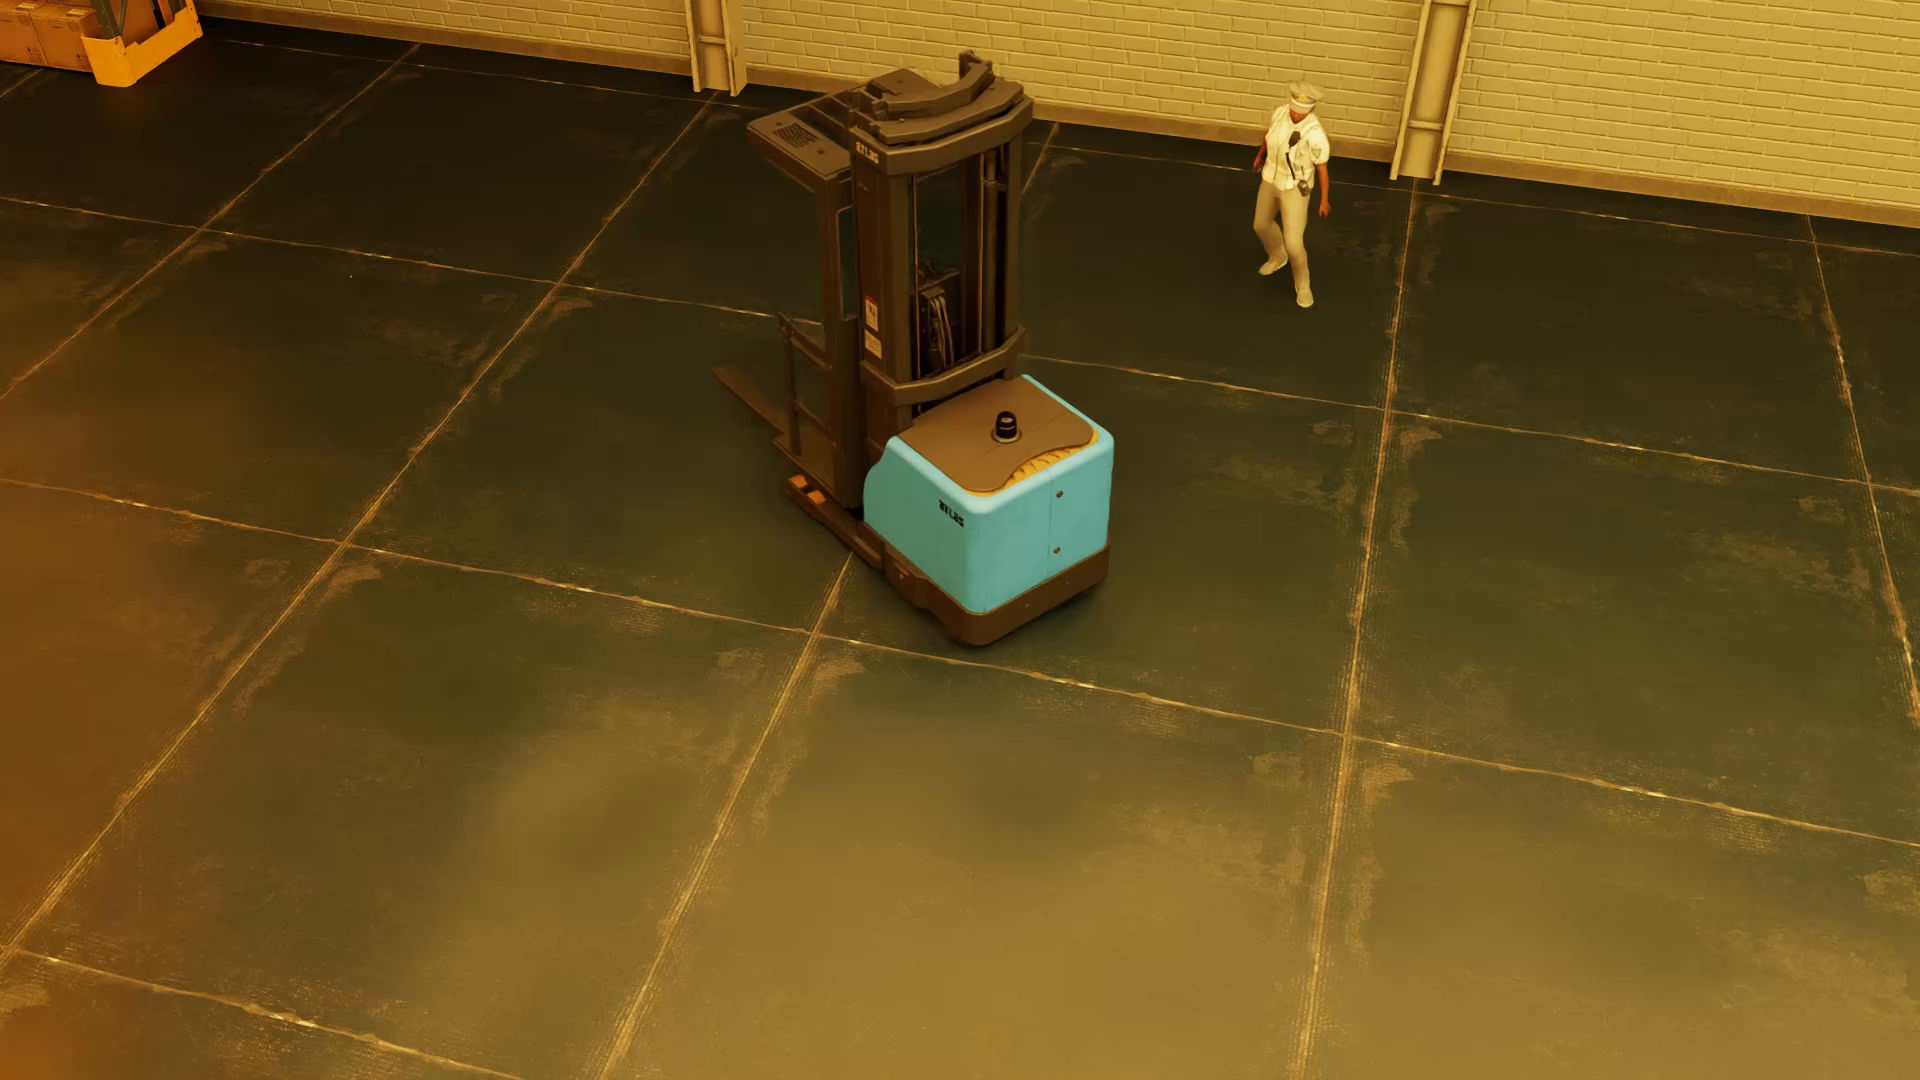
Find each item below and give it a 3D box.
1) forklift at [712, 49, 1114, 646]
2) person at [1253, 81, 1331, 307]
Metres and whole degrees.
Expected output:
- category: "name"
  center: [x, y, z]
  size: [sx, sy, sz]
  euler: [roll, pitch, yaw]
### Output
- category: "forklift"
  center: [-0.445, -1.423, 9.485]
  size: [1.130, 2.935, 3.031]
  euler: [-28, 48, -28]
- category: "person"
  center: [2.343, -2.505, 11.761]
  size: [0.444, 1.641, 0.813]
  euler: [-24, 47, -25]
